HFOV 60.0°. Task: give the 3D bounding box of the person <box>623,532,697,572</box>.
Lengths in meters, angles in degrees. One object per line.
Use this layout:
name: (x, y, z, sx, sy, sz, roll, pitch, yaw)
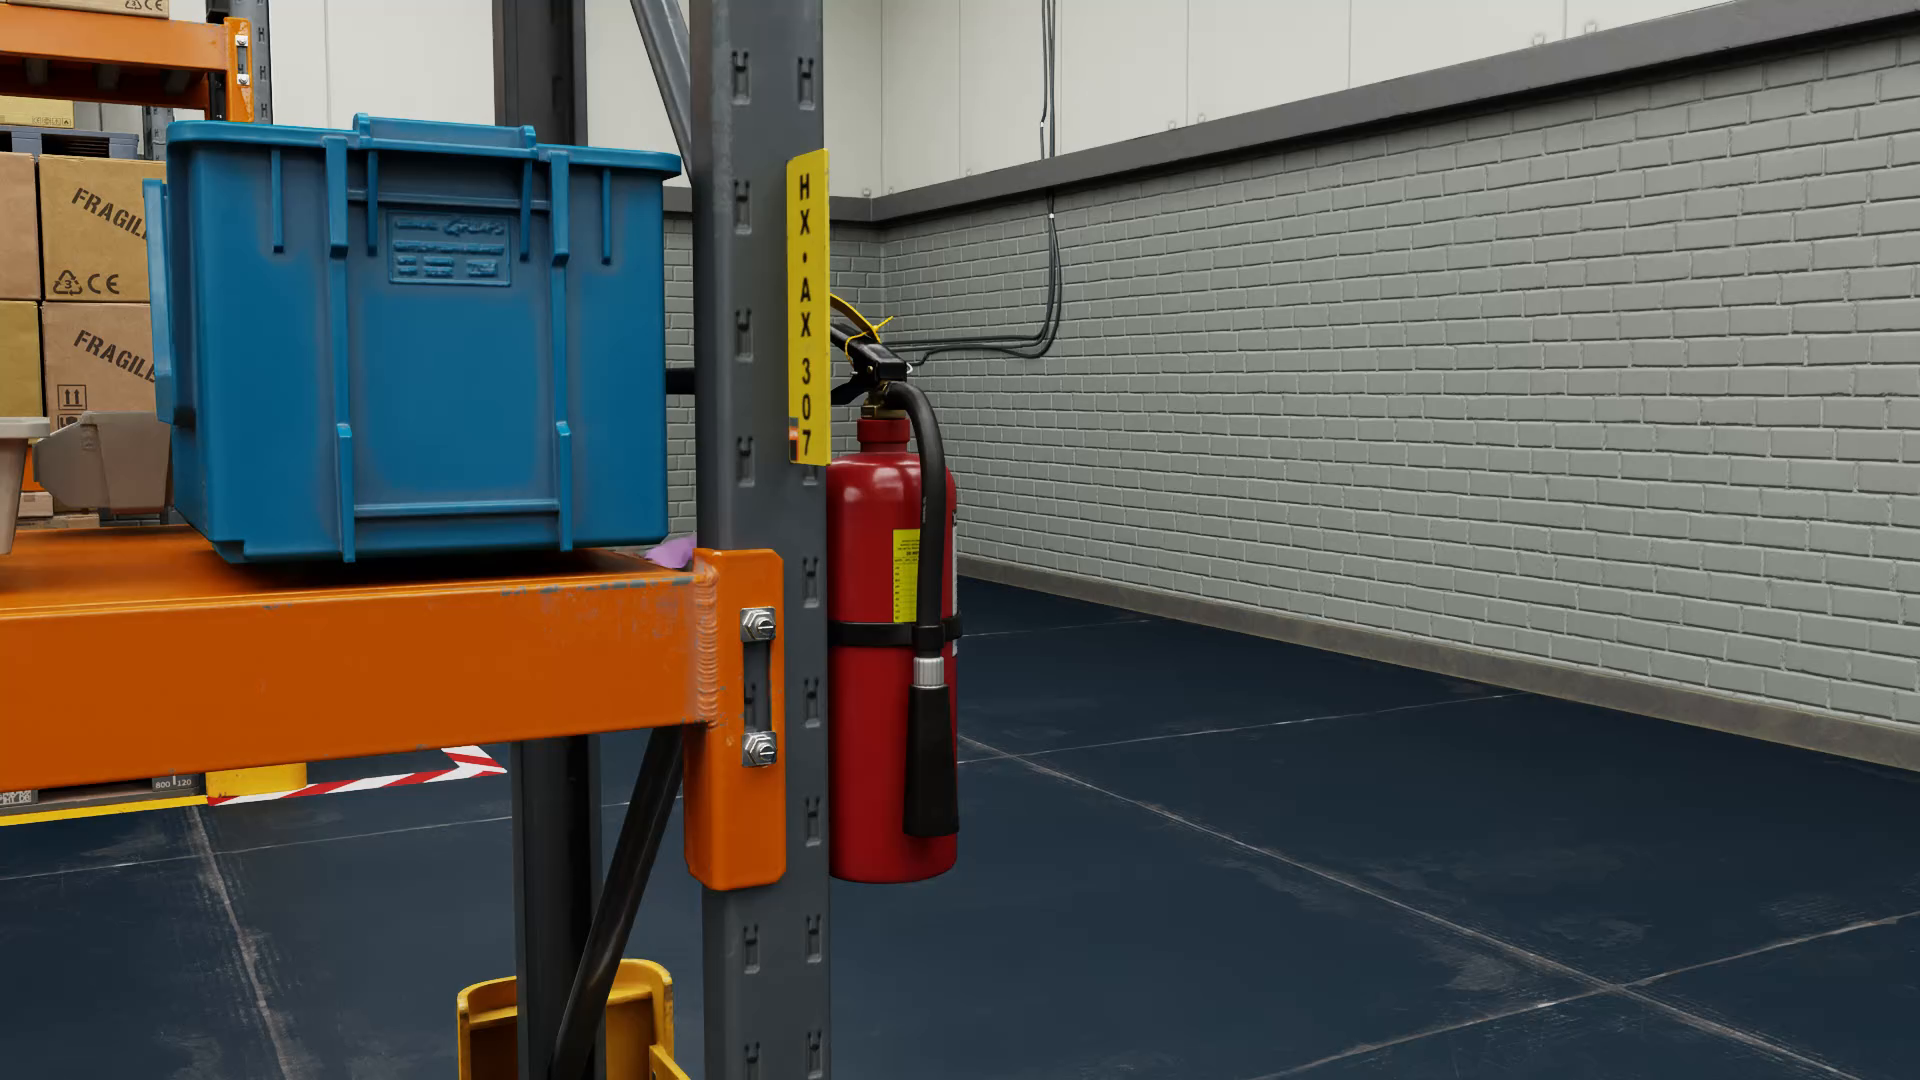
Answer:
person: (-1.430, 0.336, 8.763, 0.871, 0.778, 0.430, -3, 6, -31)
